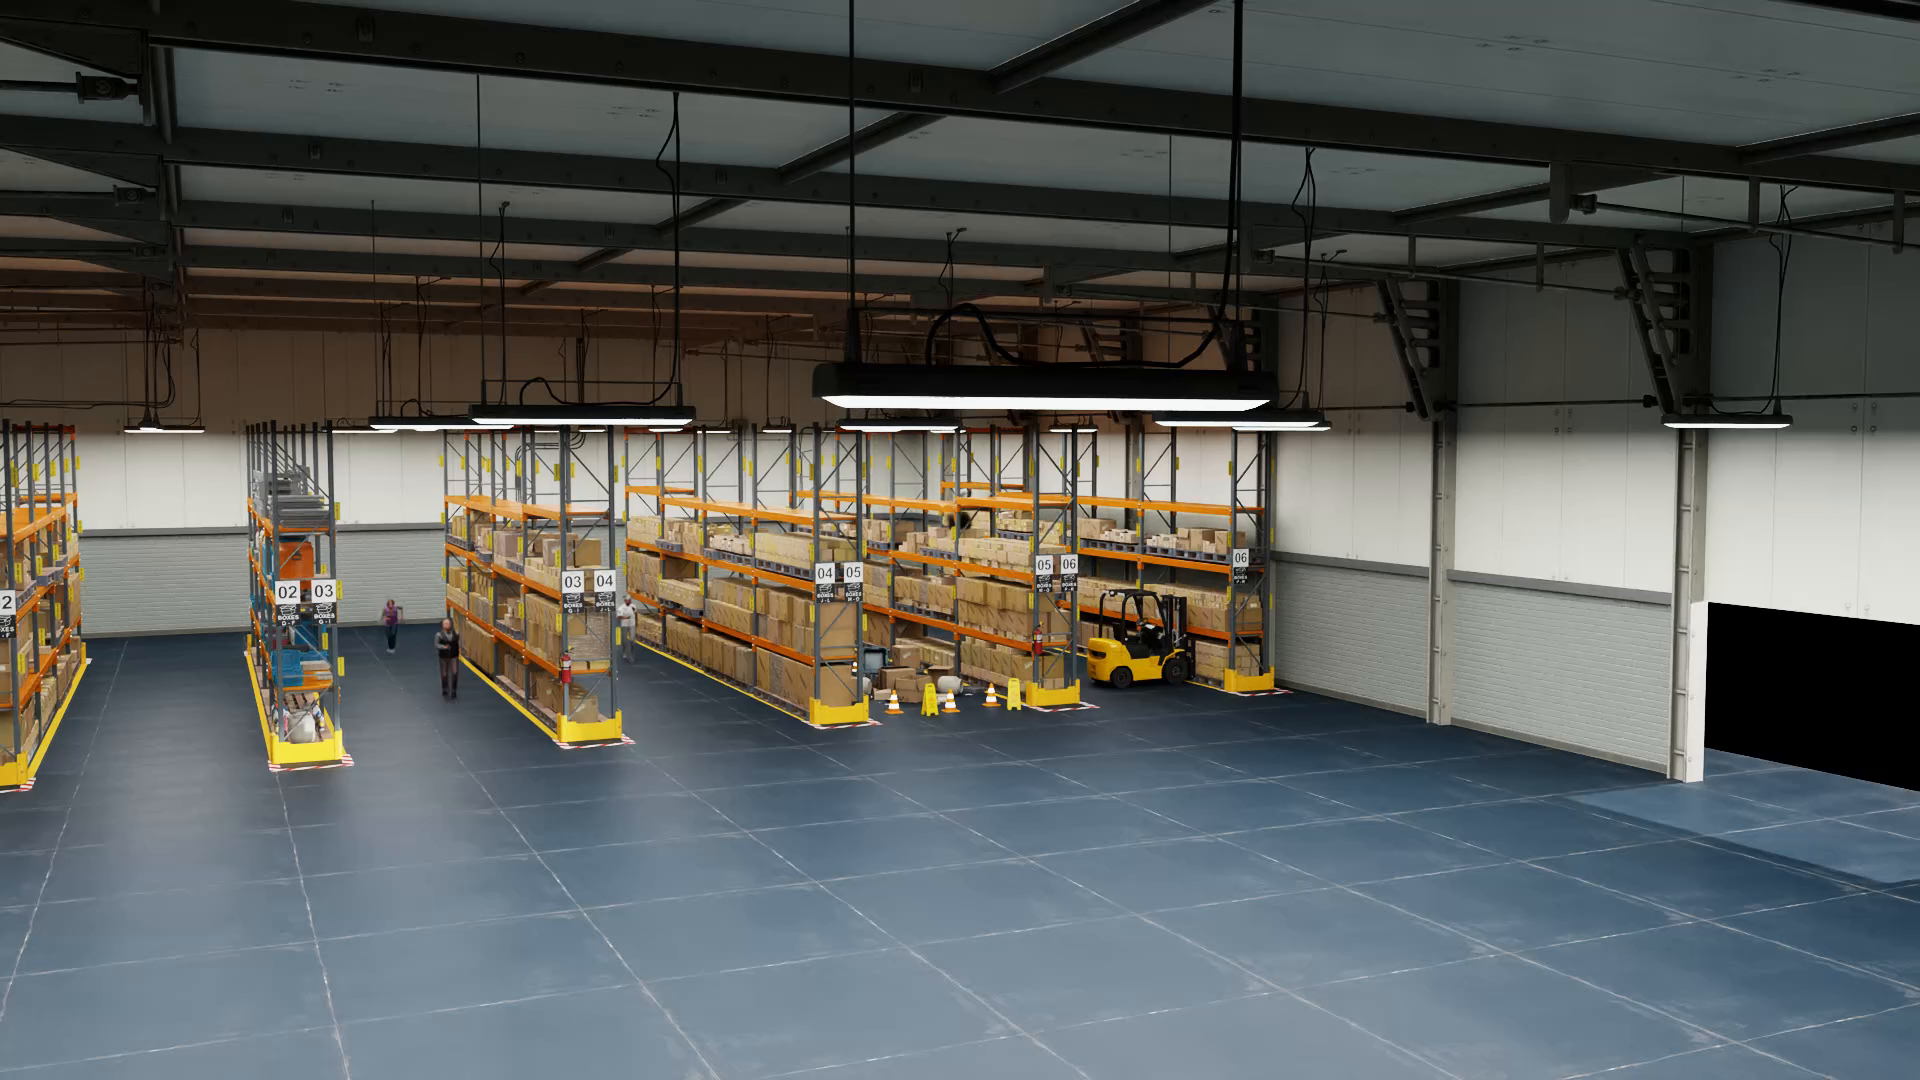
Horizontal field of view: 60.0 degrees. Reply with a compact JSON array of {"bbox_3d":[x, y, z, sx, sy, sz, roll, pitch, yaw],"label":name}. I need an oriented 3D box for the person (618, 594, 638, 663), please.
[{"bbox_3d":[-8.435,2.238,42.264,0.526,1.750,0.821,-1,4,-17],"label":"person"}]

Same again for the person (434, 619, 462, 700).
[{"bbox_3d":[-11.137,2.605,36.191,0.595,1.774,0.833,-1,4,-22],"label":"person"}]

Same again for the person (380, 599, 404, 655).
[{"bbox_3d":[-14.881,2.331,43.587,0.578,1.384,0.903,-1,4,-20],"label":"person"}]
